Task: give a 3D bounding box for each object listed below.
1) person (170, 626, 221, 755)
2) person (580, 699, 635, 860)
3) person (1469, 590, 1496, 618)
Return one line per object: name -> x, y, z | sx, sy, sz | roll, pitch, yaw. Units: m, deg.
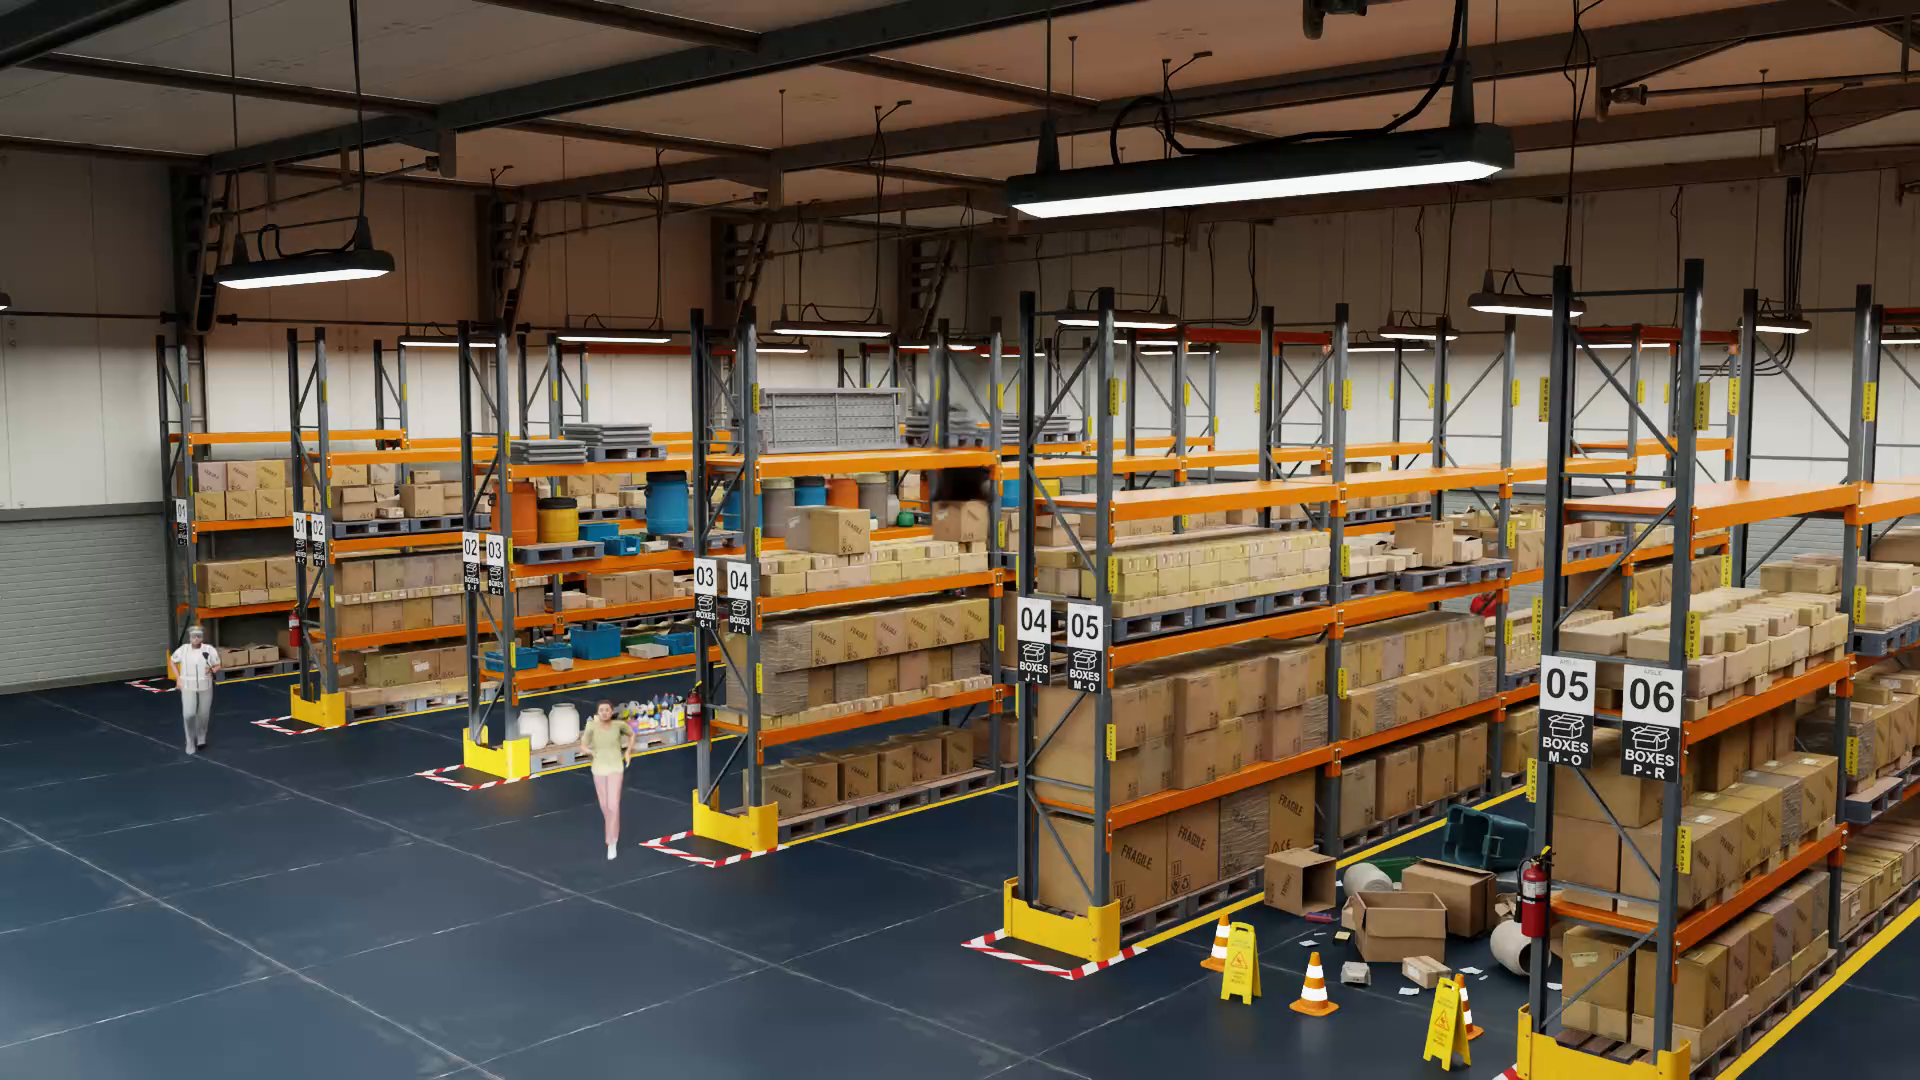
person -> -10.715, 2.109, 23.363 | 0.636, 1.836, 0.763 | -3, 6, -30
person -> -3.911, 2.596, 18.416 | 0.565, 1.710, 0.810 | 0, 5, 0
person -> 9.208, 1.596, 29.126 | 0.669, 1.698, 0.763 | 5, 7, 42
